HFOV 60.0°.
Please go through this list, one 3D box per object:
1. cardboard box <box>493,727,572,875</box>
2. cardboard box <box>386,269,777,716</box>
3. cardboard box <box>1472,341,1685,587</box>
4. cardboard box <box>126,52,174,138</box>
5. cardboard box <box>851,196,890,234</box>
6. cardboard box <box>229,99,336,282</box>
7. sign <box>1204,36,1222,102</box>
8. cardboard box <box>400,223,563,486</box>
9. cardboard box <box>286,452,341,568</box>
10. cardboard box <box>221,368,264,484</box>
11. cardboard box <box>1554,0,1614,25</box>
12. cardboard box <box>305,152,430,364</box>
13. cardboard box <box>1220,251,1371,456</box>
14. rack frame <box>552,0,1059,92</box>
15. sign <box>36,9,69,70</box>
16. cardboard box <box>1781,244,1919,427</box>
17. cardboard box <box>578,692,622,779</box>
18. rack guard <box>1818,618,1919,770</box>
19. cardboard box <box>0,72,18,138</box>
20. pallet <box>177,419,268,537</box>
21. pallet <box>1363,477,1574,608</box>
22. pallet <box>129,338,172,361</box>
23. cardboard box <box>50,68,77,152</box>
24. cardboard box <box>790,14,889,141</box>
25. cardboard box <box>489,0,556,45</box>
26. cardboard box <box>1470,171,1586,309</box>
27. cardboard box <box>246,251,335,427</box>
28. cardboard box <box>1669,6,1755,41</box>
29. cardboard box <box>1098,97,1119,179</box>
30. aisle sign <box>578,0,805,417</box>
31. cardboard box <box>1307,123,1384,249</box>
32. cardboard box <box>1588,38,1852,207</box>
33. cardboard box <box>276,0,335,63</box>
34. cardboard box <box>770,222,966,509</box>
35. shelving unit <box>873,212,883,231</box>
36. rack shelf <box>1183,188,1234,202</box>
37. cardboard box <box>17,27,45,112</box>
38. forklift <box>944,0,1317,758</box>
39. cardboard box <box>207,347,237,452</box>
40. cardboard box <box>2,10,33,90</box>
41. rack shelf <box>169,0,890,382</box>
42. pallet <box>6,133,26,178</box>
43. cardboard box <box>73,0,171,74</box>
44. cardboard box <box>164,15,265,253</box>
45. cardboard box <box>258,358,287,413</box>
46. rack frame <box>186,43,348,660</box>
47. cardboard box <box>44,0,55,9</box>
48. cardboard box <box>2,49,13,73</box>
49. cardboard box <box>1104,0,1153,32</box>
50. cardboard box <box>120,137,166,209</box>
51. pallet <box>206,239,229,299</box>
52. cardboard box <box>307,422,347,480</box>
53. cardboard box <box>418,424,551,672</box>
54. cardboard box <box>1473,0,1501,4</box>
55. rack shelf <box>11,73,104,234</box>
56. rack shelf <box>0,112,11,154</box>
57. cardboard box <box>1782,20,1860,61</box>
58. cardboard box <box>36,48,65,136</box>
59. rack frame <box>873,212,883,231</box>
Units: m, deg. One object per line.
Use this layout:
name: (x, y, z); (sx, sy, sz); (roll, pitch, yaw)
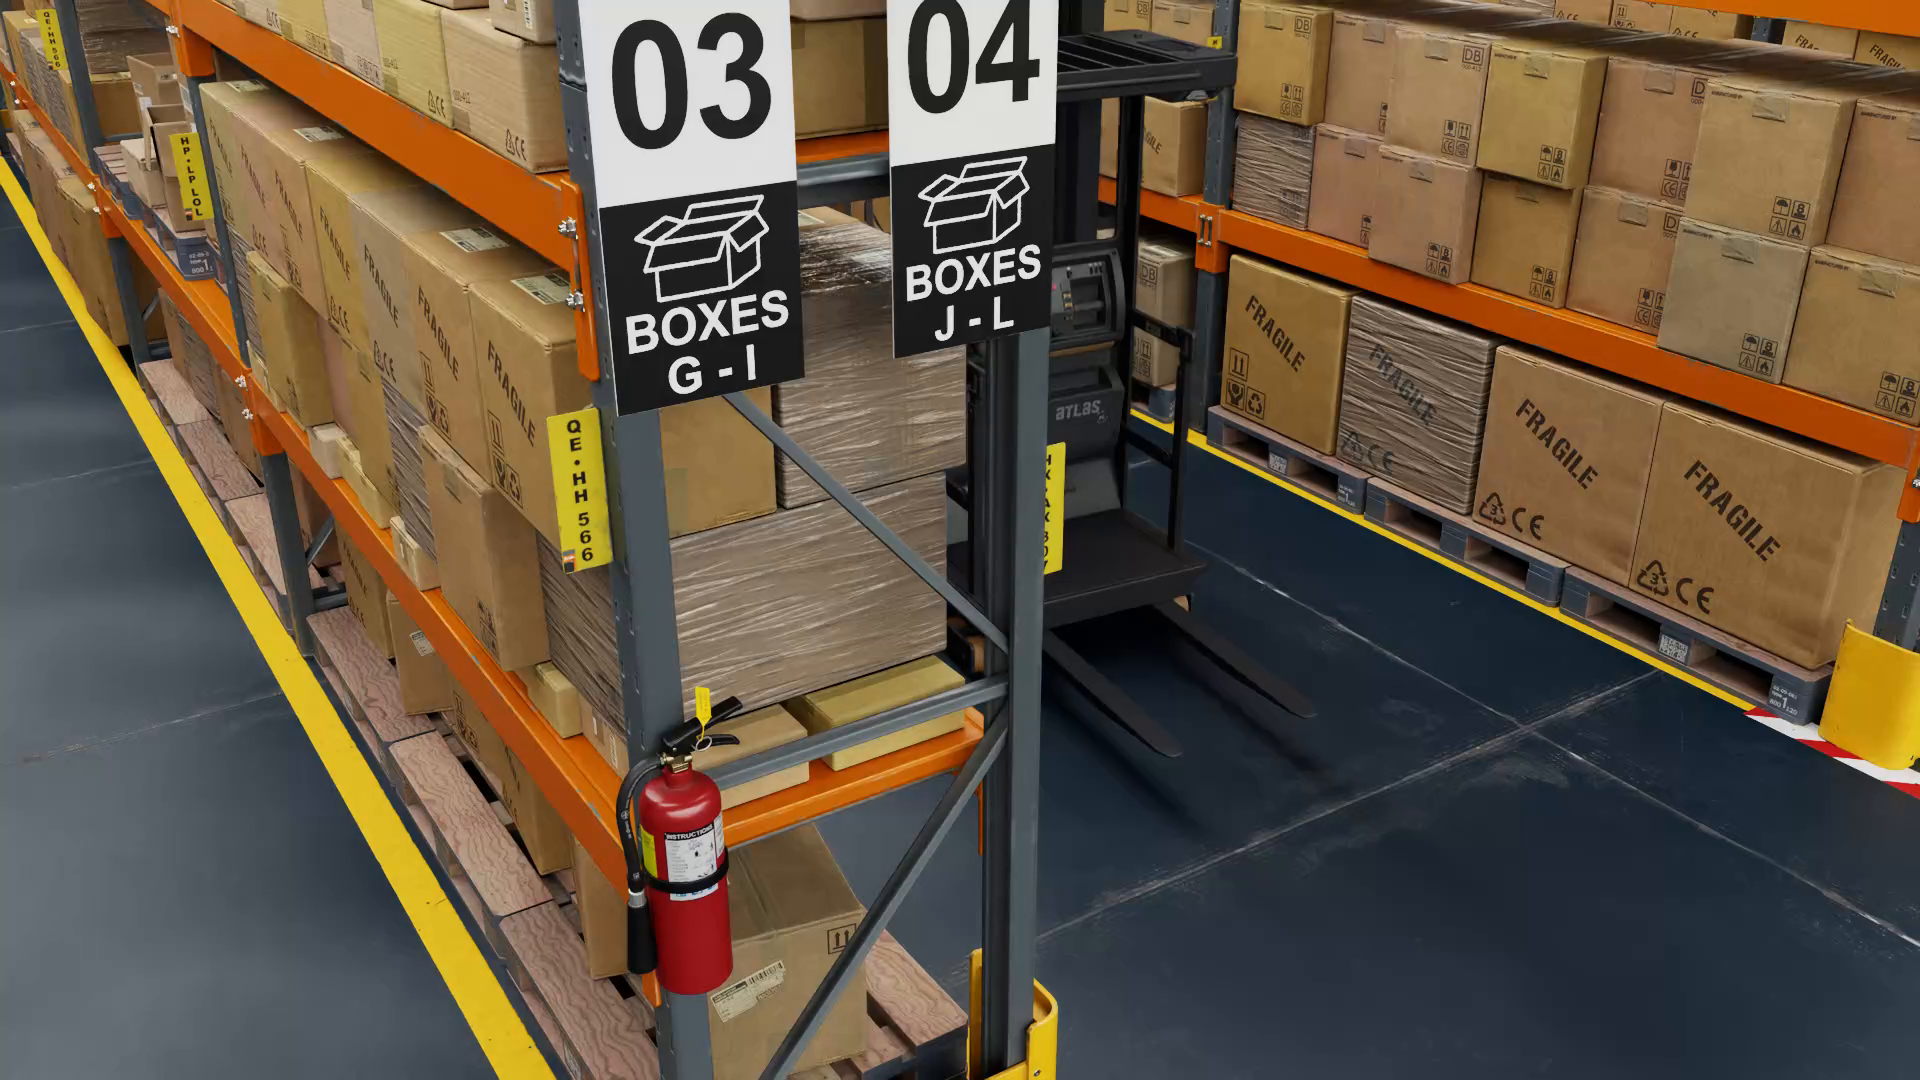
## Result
cardboard box: (-1.263, 0.731, 5.625); (0.500, 0.500, 0.500); (-13, 28, -25)
cardboard box: (-1.309, 0.009, 5.117); (1.144, 2.239, 2.984); (-6, 26, -13)
cardboard box: (3.048, -0.439, 7.662); (0.875, 0.875, 0.875); (-16, 30, -30)
cardboard box: (-4.295, -2.461, 9.340); (0.500, 0.500, 0.500); (-20, 32, -36)
cardboard box: (-0.155, -2.463, 12.098); (1.050, 0.750, 0.750); (-16, 30, -30)
cardboard box: (-2.132, -1.212, 5.667); (0.500, 0.500, 0.500); (-16, 29, -30)
sign: (1.322, -2.457, 8.677); (0.100, 0.325, 0.005); (-16, 29, -30)
cardboard box: (-1.041, -0.497, 4.152); (0.500, 0.500, 0.500); (-16, 29, -30)
cardboard box: (-2.756, -0.272, 7.726); (0.700, 0.500, 0.500); (-18, 31, -33)
cardboard box: (-3.307, -0.647, 8.520); (0.730, 0.500, 0.544); (-16, 30, -31)
cardboard box: (4.871, -4.133, 12.534); (0.500, 0.500, 0.500); (-14, 29, -28)
cardboard box: (-1.578, -0.857, 4.915); (0.500, 0.500, 0.500); (-16, 29, -30)
cardboard box: (2.056, -1.087, 9.035); (0.875, 0.875, 0.875); (-15, 29, -29)
rack frame: (-0.256, -2.261, 2.499); (1.000, 3.000, 0.127); (-16, 29, -30)
sign: (-5.086, -2.803, 9.317); (0.100, 0.325, 0.005); (-16, 29, -30)
cardboard box: (3.715, -0.858, 6.378); (0.875, 0.550, 0.550); (-16, 29, -30)
cardboard box: (-0.720, 0.422, 4.137); (0.380, 0.149, 0.250); (-16, 29, -30)
rack guard: (3.968, 0.471, 6.667); (1.175, 0.500, 0.348); (-16, 29, -30)
cardboard box: (-8.574, -4.290, 15.821); (0.875, 0.875, 0.875); (-16, 29, -30)
pallet: (-3.536, -0.433, 8.920); (1.003, 0.211, 1.213); (-16, 29, -30)
pallet: (2.791, -0.111, 8.237); (1.003, 0.211, 1.213); (-16, 29, -30)
pallet: (-4.990, -1.448, 11.071); (1.003, 0.211, 1.213); (-16, 29, -30)
cardboard box: (-5.158, -2.815, 10.582); (1.016, 0.500, 0.509); (-16, 30, -31)
cardboard box: (-0.302, -1.070, 3.664); (0.500, 0.250, 0.500); (-15, 29, -28)
cardboard box: (-0.669, -1.044, 3.142); (0.380, 0.149, 0.250); (-16, 29, -30)
cardboard box: (2.872, -1.459, 7.652); (0.875, 0.550, 0.500); (-16, 29, -30)
cardboard box: (-2.002, -0.796, 5.958); (0.875, 0.500, 0.500); (-16, 29, -30)
cardboard box: (5.419, -3.770, 11.765); (0.500, 0.500, 0.500); (-16, 30, -31)
cardboard box: (0.987, -2.449, 9.807); (0.500, 0.500, 0.500); (-16, 30, -30)
aisle sign: (-0.473, -0.632, 3.029); (0.394, 0.787, 0.004); (-16, 29, -30)
cardboard box: (2.302, -1.846, 8.471); (0.875, 0.550, 0.550); (-16, 29, -30)
cardboard box: (3.216, -1.773, 7.052); (0.875, 0.550, 0.550); (-16, 29, -30)
cardboard box: (-1.558, -1.492, 4.559); (0.500, 0.250, 0.500); (-16, 30, -30)
cardboard box: (-0.328, -0.440, 4.032); (0.500, 0.500, 0.500); (-16, 29, -30)
shelving unit: (4.574, -3.957, 10.487); (11.925, 5.092, 1.281); (-12, 28, -24)
rack shelf: (0.680, -2.577, 10.809); (0.919, 0.124, 3.809); (-16, 29, -30)
cardboard box: (-6.217, -3.304, 11.618); (0.500, 0.500, 0.500); (-16, 30, -31)
forklift: (0.378, -0.974, 6.880); (1.121, 2.935, 3.031); (-12, 28, -24)
cardboard box: (-3.612, -0.847, 8.943); (0.700, 0.500, 0.500); (-13, 28, -25)
cardboard box: (-6.765, -3.663, 12.378); (0.500, 0.500, 0.500); (-15, 29, -29)
rack shelf: (-1.347, -1.295, 4.808); (1.077, 0.370, 4.000); (-16, 29, -30)
pallet: (-10.994, -1.999, 10.716); (11.163, 1.510, 7.627); (-16, 29, -30)
cardboard box: (-5.008, -3.174, 10.167); (0.797, 0.503, 0.637); (-14, 29, -28)
cardboard box: (-2.756, -1.757, 7.264); (1.000, 1.000, 1.000); (-15, 29, -29)
cardboard box: (-2.448, -0.626, 6.357); (0.380, 0.149, 0.250); (-16, 29, -30)
rack frame: (-2.439, -0.979, 6.810); (1.000, 3.000, 0.127); (-16, 29, -30)
cardboard box: (-5.733, -3.646, 11.167); (0.797, 0.503, 0.637); (-14, 29, -28)
cardboard box: (-7.247, -3.760, 12.994); (0.380, 0.149, 0.250); (-15, 29, -29)
cardboard box: (1.213, -2.956, 9.709); (0.700, 0.500, 0.500); (-16, 30, -30)
cardboard box: (-3.901, -1.879, 8.400); (0.500, 0.250, 0.500); (-16, 30, -31)
pallet: (-2.735, -1.200, 7.502); (1.003, 0.211, 1.213); (-16, 29, -30)
cardboard box: (-2.042, -0.357, 5.786); (0.380, 0.149, 0.250); (-16, 29, -30)
cardboard box: (-0.906, -0.082, 4.445); (0.875, 0.500, 0.500); (-16, 29, -30)
cardboard box: (4.318, -4.501, 13.313); (0.500, 0.500, 0.500); (-15, 29, -29)
rack shelf: (-5.715, -2.800, 11.510); (1.077, 0.370, 4.000); (-16, 29, -30)
rack shelf: (-10.874, -0.711, 6.243); (15.819, 3.000, 15.968); (-16, 29, -30)
cardboard box: (5.871, -3.246, 11.147); (0.500, 0.500, 0.500); (-16, 29, -30)
cardboard box: (-5.653, -2.938, 10.844); (0.500, 0.500, 0.500); (-17, 30, -31)
rack frame: (-0.492, -1.375, 8.704); (0.380, 1.831, 0.006); (-12, 28, -24)
